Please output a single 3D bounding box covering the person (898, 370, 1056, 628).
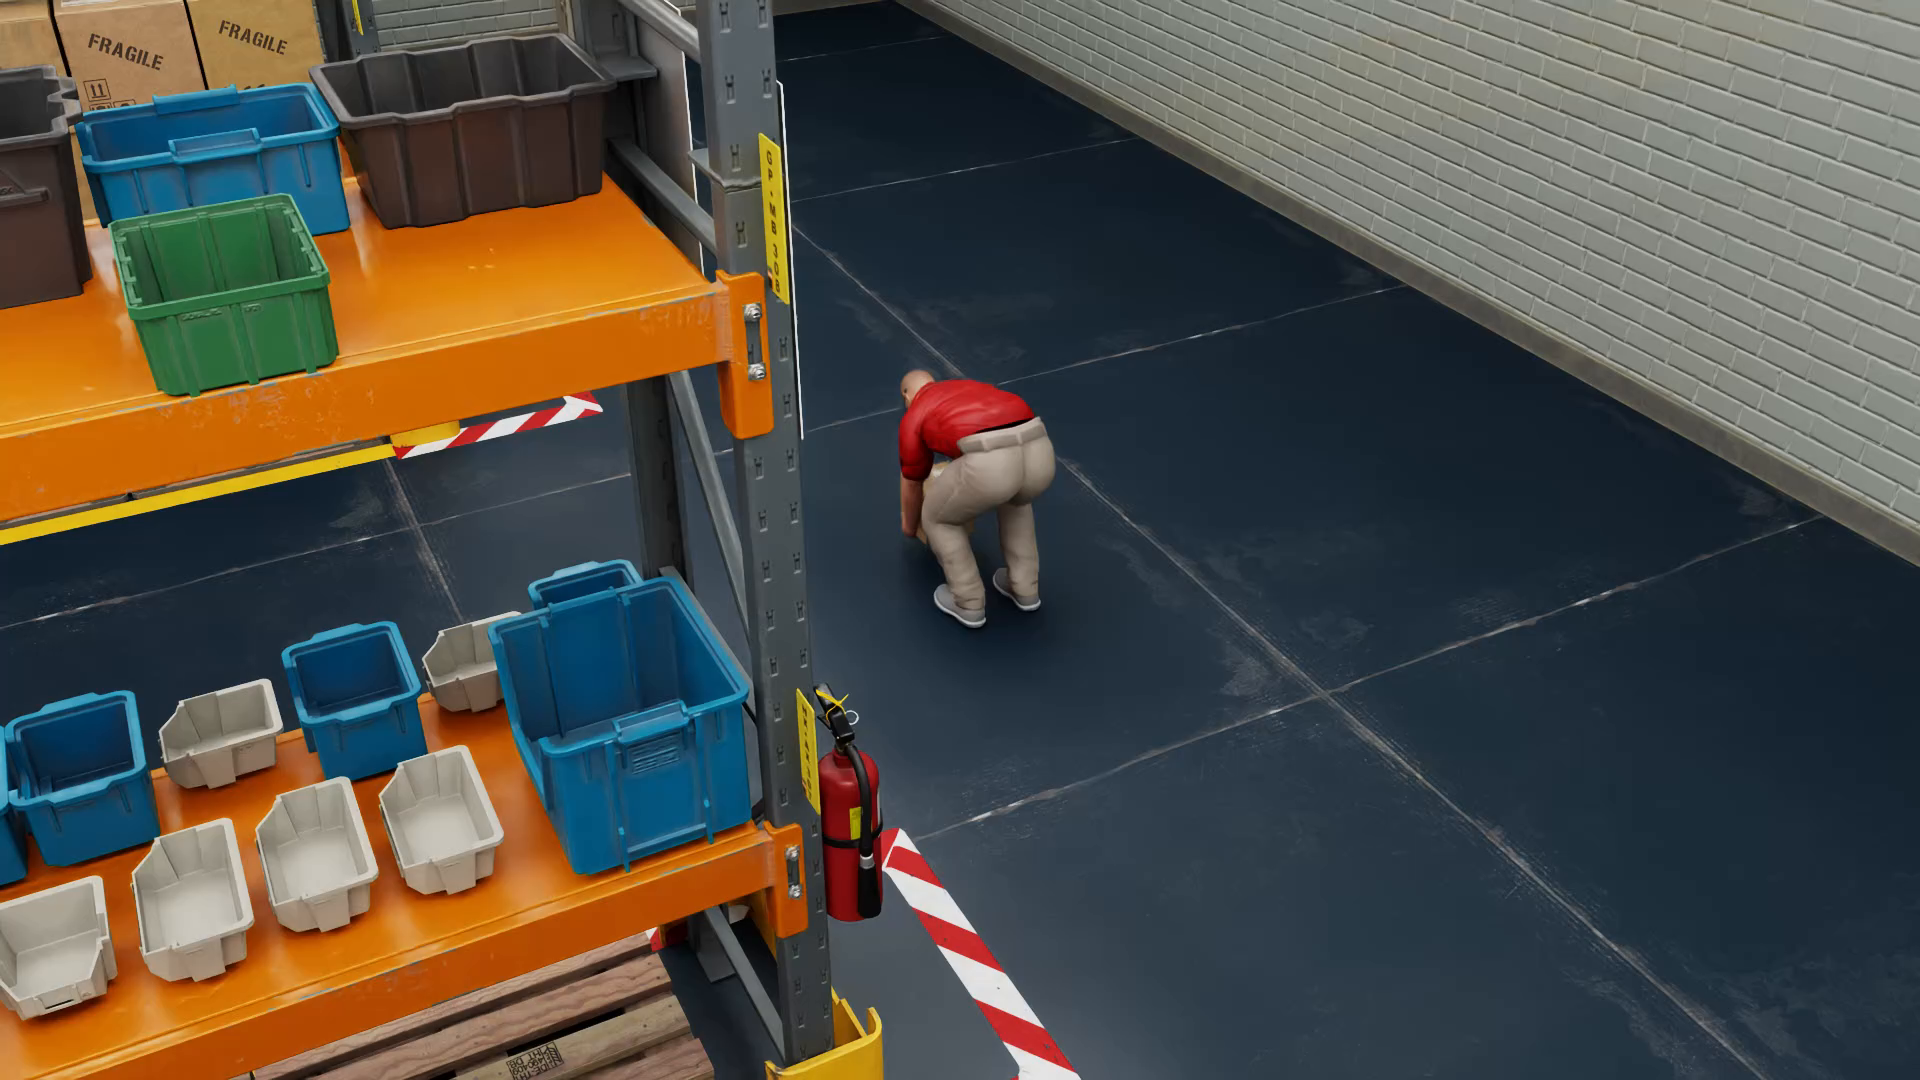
[{"bbox_3d":[0.026,-0.232,7.186,0.524,1.002,0.961,-18,37,-25],"label":"person"}]
